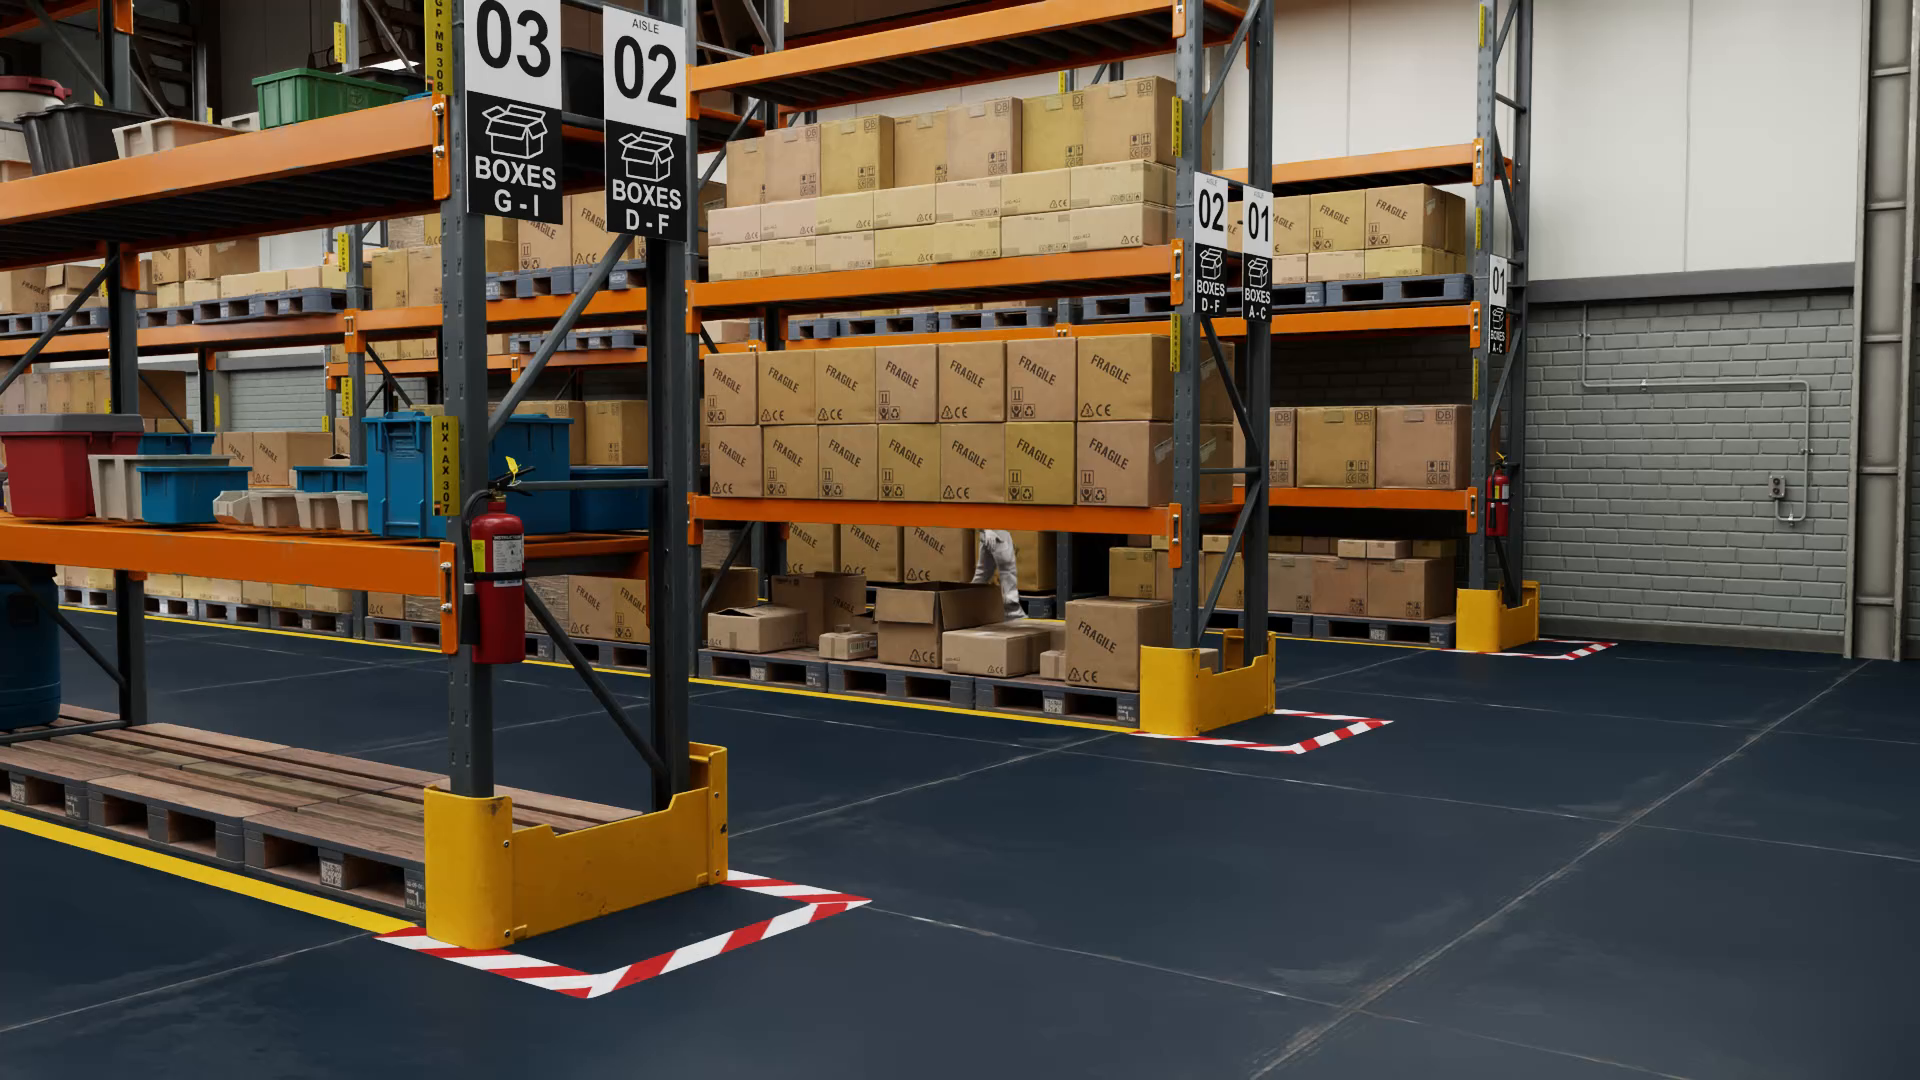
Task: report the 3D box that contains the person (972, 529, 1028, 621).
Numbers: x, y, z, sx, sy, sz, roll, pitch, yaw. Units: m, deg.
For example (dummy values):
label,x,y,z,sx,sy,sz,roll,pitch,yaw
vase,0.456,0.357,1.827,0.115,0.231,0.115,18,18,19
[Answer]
label,x,y,z,sx,sy,sz,roll,pitch,yaw
person,0.401,-0.083,14.882,0.705,1.772,0.613,0,3,0
